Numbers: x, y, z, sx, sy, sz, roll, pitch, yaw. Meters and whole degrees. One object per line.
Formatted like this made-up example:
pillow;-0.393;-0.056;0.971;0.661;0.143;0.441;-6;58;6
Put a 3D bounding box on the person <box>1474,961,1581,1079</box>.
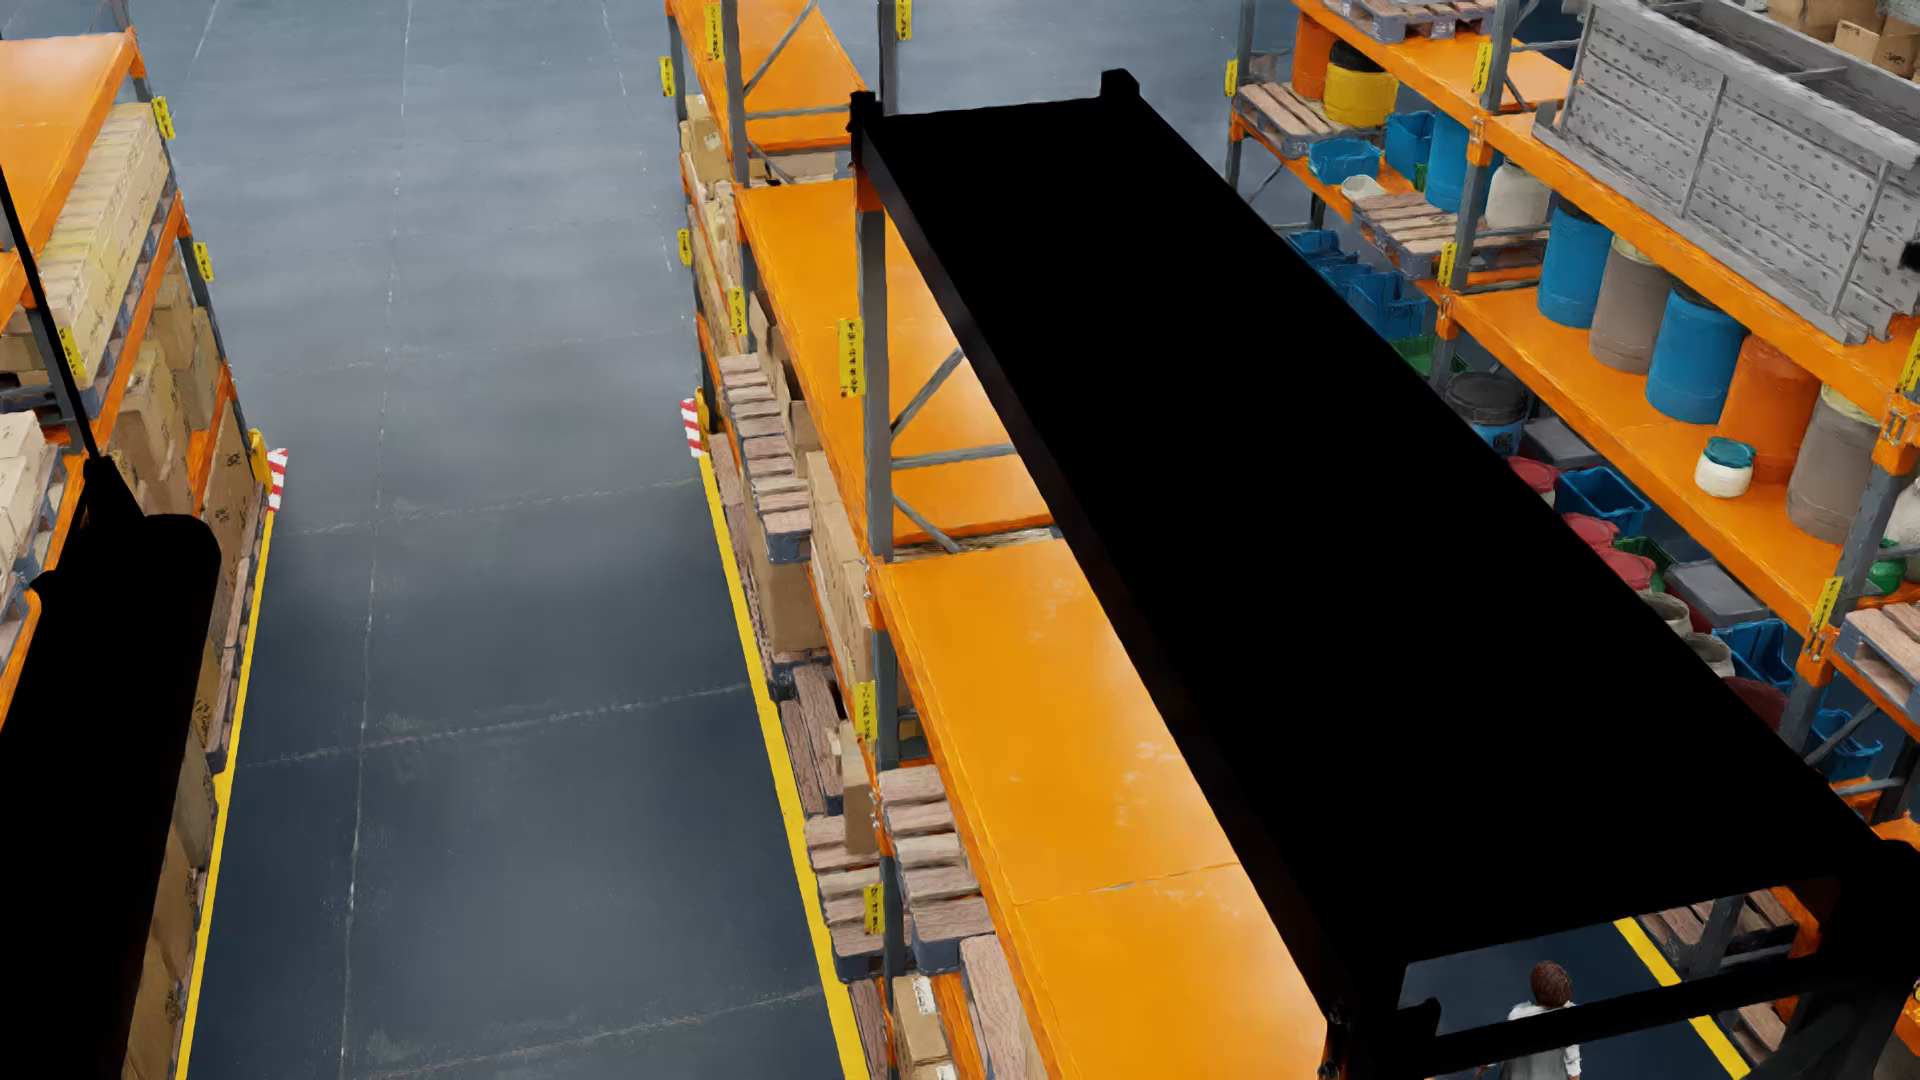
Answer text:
person;2.938;2.806;8.620;0.432;1.539;0.947;-9;35;-13
